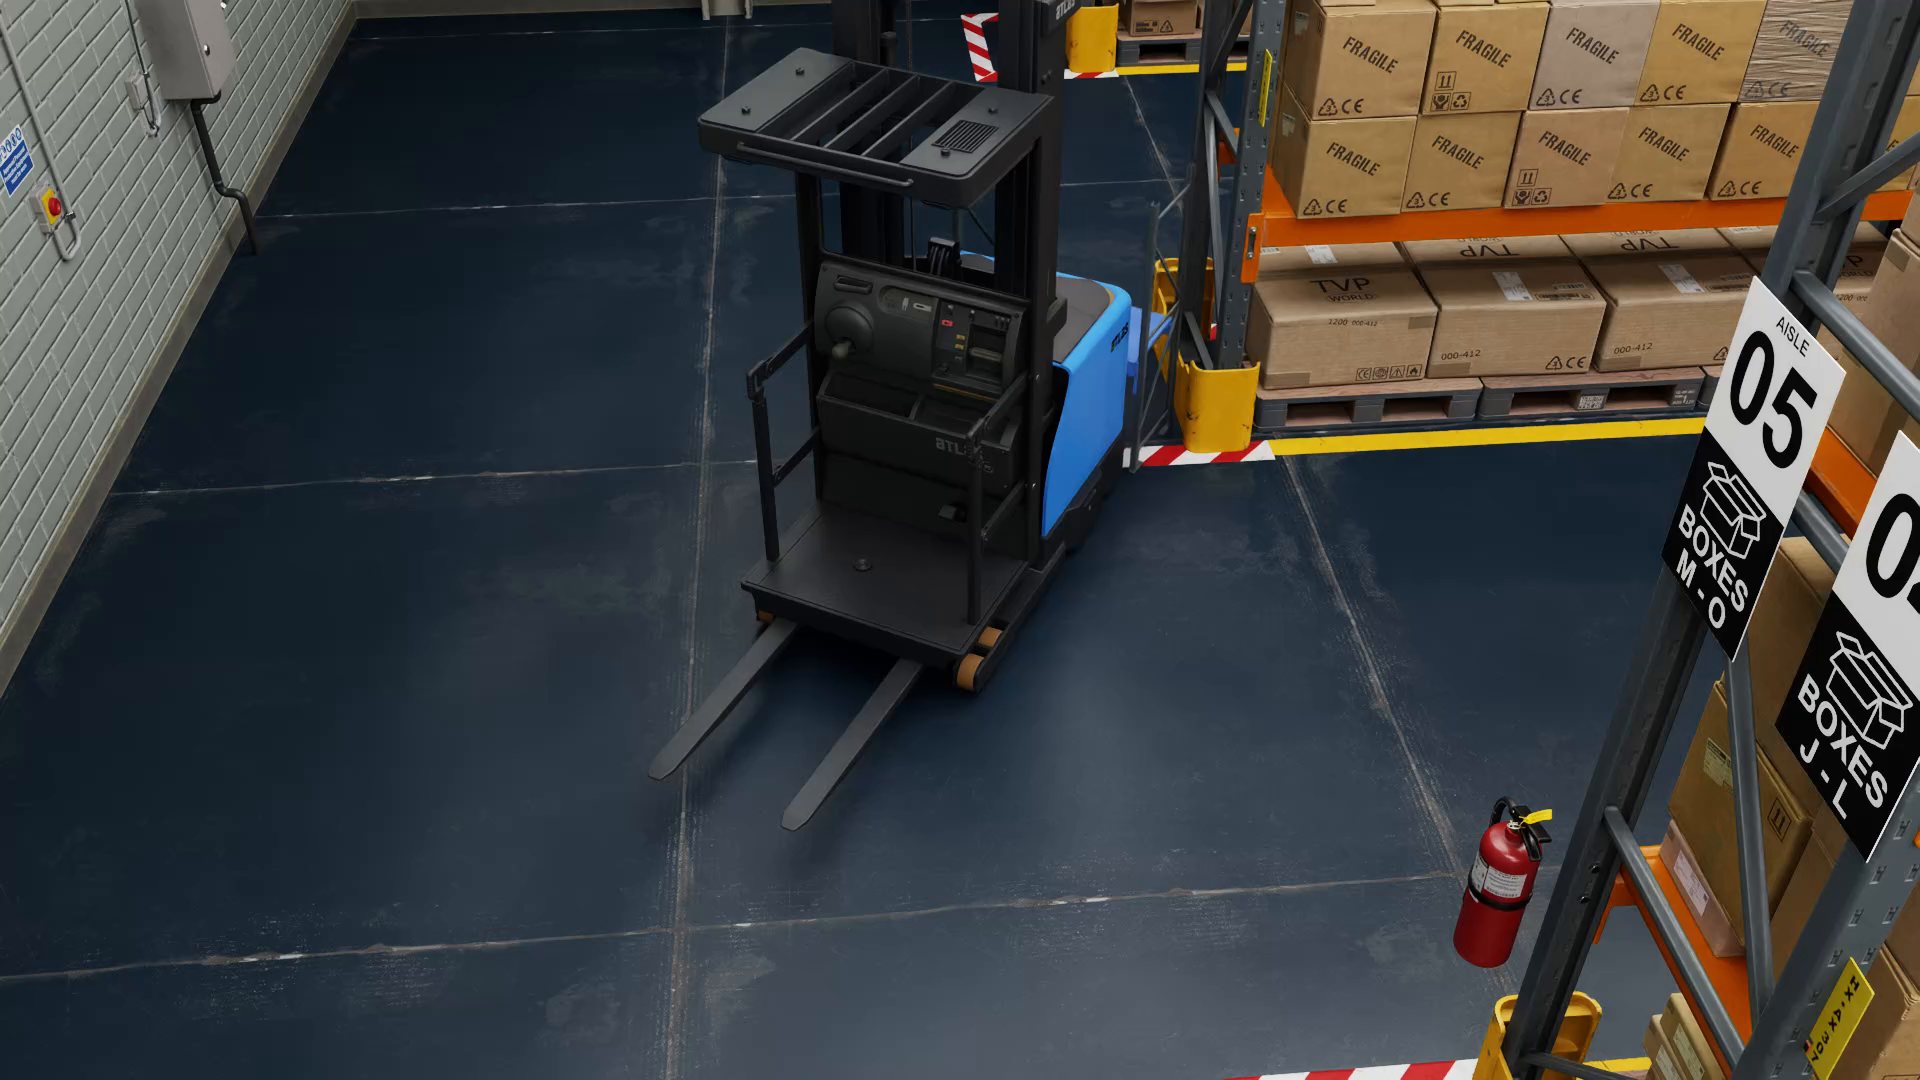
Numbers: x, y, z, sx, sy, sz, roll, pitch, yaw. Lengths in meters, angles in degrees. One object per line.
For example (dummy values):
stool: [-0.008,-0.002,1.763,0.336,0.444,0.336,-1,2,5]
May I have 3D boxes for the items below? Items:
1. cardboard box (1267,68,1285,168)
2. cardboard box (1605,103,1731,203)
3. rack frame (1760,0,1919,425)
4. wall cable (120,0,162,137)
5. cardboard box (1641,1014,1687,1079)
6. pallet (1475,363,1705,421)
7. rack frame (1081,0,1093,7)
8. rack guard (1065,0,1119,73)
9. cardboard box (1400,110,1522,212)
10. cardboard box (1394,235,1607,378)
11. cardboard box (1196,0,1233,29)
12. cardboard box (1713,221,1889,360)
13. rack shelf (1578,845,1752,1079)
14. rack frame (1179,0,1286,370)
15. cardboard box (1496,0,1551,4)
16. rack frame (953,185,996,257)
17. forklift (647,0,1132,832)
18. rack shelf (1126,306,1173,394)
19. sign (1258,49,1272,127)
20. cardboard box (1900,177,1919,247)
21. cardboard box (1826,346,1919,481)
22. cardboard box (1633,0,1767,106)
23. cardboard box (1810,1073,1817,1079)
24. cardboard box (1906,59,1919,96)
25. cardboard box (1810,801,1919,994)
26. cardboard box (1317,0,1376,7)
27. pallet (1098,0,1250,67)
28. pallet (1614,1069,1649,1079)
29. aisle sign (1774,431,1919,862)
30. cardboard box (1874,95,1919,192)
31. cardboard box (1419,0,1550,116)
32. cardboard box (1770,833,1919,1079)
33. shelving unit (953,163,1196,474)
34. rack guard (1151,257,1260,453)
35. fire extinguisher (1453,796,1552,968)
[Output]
cardboard box: [1.780,-2.225,8.389,0.500,0.500,0.500,-3,38,-4]
cardboard box: [3.333,-1.984,8.084,0.500,0.500,0.500,-2,38,-2]
rack frame: [1.862,-1.302,2.458,0.127,3.000,1.000,-3,38,-4]
wall cable: [-4.429,-2.945,8.563,0.122,1.984,0.588,-3,38,-4]
cardboard box: [2.362,1.685,5.237,0.250,0.149,0.380,-4,38,-5]
pallet: [3.325,-1.058,9.243,1.213,0.211,1.003,-3,38,-4]
rack frame: [0.879,-5.058,12.061,0.127,3.000,1.000,-3,38,-4]
rack guard: [0.955,-4.081,12.841,0.348,0.500,1.175,-3,38,-4]
cardboard box: [2.328,-1.929,8.015,0.500,0.500,0.500,-4,38,-5]
cardboard box: [2.882,-1.308,9.038,0.875,0.438,0.875,-2,38,-3]
cardboard box: [1.924,-4.078,12.782,0.250,0.149,0.380,-5,39,-6]
cardboard box: [4.672,-1.406,9.162,0.875,0.438,0.875,-4,38,-5]
rack shelf: [3.854,1.225,4.678,4.000,0.370,1.077,-3,38,-4]
rack frame: [1.323,-1.996,8.180,0.127,3.000,1.000,-3,38,-4]
cardboard box: [2.485,-2.558,7.481,0.250,0.149,0.380,-4,38,-5]
rack frame: [0.096,-1.362,8.586,0.032,1.500,0.500,18,42,21]
forklift: [-0.271,-0.804,6.725,1.130,2.935,3.031,17,41,20]
rack shelf: [0.546,-1.074,8.511,1.000,0.185,0.538,18,42,21]
sign: [1.366,-2.024,7.453,0.005,0.325,0.100,-3,38,-4]
cardboard box: [2.167,-0.618,3.408,0.250,0.149,0.380,-3,38,-4]
cardboard box: [2.291,-0.254,3.672,0.500,0.250,0.500,-4,38,-5]
cardboard box: [3.349,-2.372,7.769,0.500,0.500,0.500,-3,38,-4]
cardboard box: [2.214,1.336,4.160,0.250,0.149,0.380,-3,38,-4]
cardboard box: [4.355,-2.428,7.840,0.500,0.500,0.500,-4,38,-5]
cardboard box: [2.333,0.643,3.707,0.500,0.500,0.500,-3,38,-4]
cardboard box: [1.701,-2.531,7.446,0.250,0.149,0.380,-2,38,-3]
pallet: [1.749,-4.012,12.986,1.213,0.211,1.003,-3,38,-4]
pallet: [2.750,2.121,5.214,1.213,0.211,1.003,-3,38,-4]
aisle sign: [1.816,0.221,3.271,0.004,0.787,0.394,-3,38,-4]
cardboard box: [4.356,-2.040,8.155,0.500,0.500,0.500,-4,38,-5]
cardboard box: [2.340,-2.311,7.691,0.500,0.500,0.500,-4,38,-5]
cardboard box: [2.333,1.043,4.008,0.500,0.500,0.500,-1,38,-2]
shelving unit: [0.546,-1.215,8.400,1.048,1.500,0.538,18,42,21]
rack guard: [1.299,-1.013,8.953,0.348,0.500,1.175,-3,38,-4]
fire extinguisher: [1.570,0.959,4.799,0.183,0.674,0.296,-3,38,-4]
